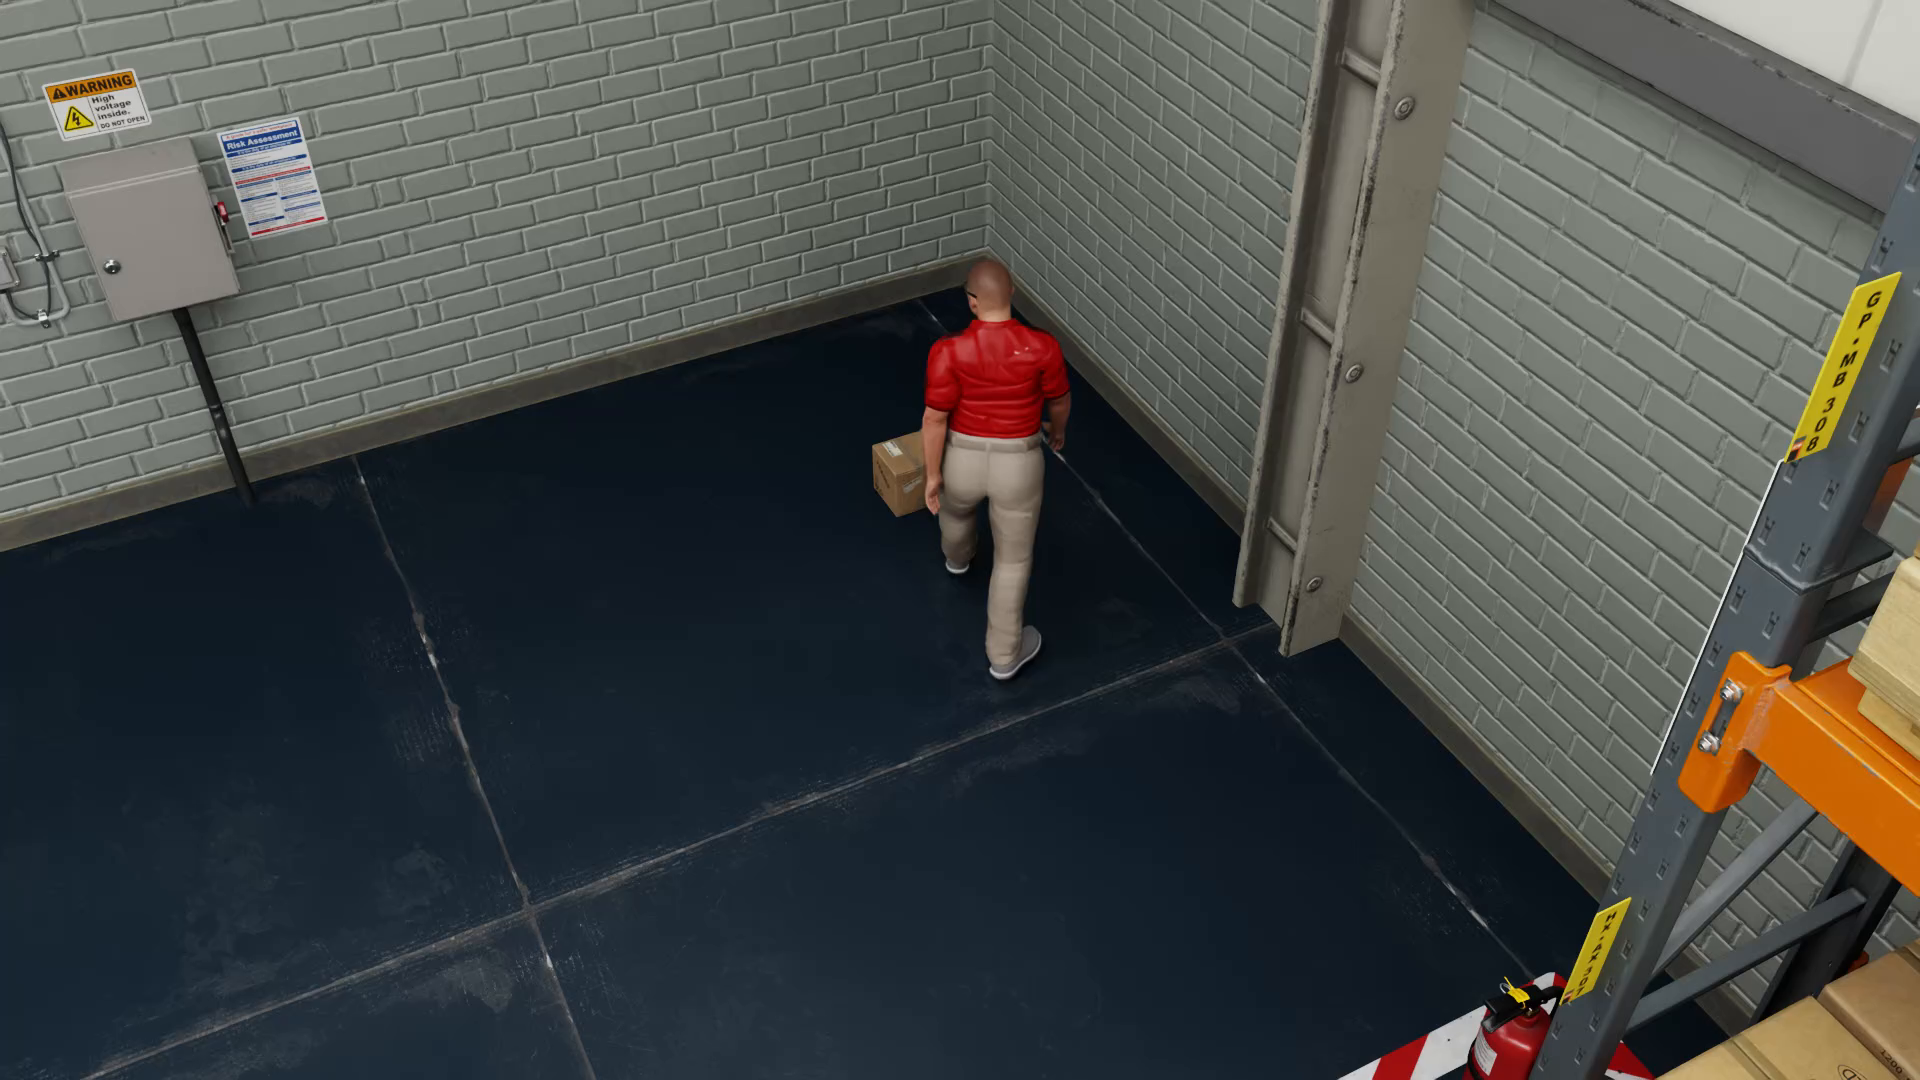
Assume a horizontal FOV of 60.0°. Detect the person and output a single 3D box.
[{"bbox_3d":[0.150,-0.355,6.577,0.547,1.678,0.930,6,41,6],"label":"person"}]
